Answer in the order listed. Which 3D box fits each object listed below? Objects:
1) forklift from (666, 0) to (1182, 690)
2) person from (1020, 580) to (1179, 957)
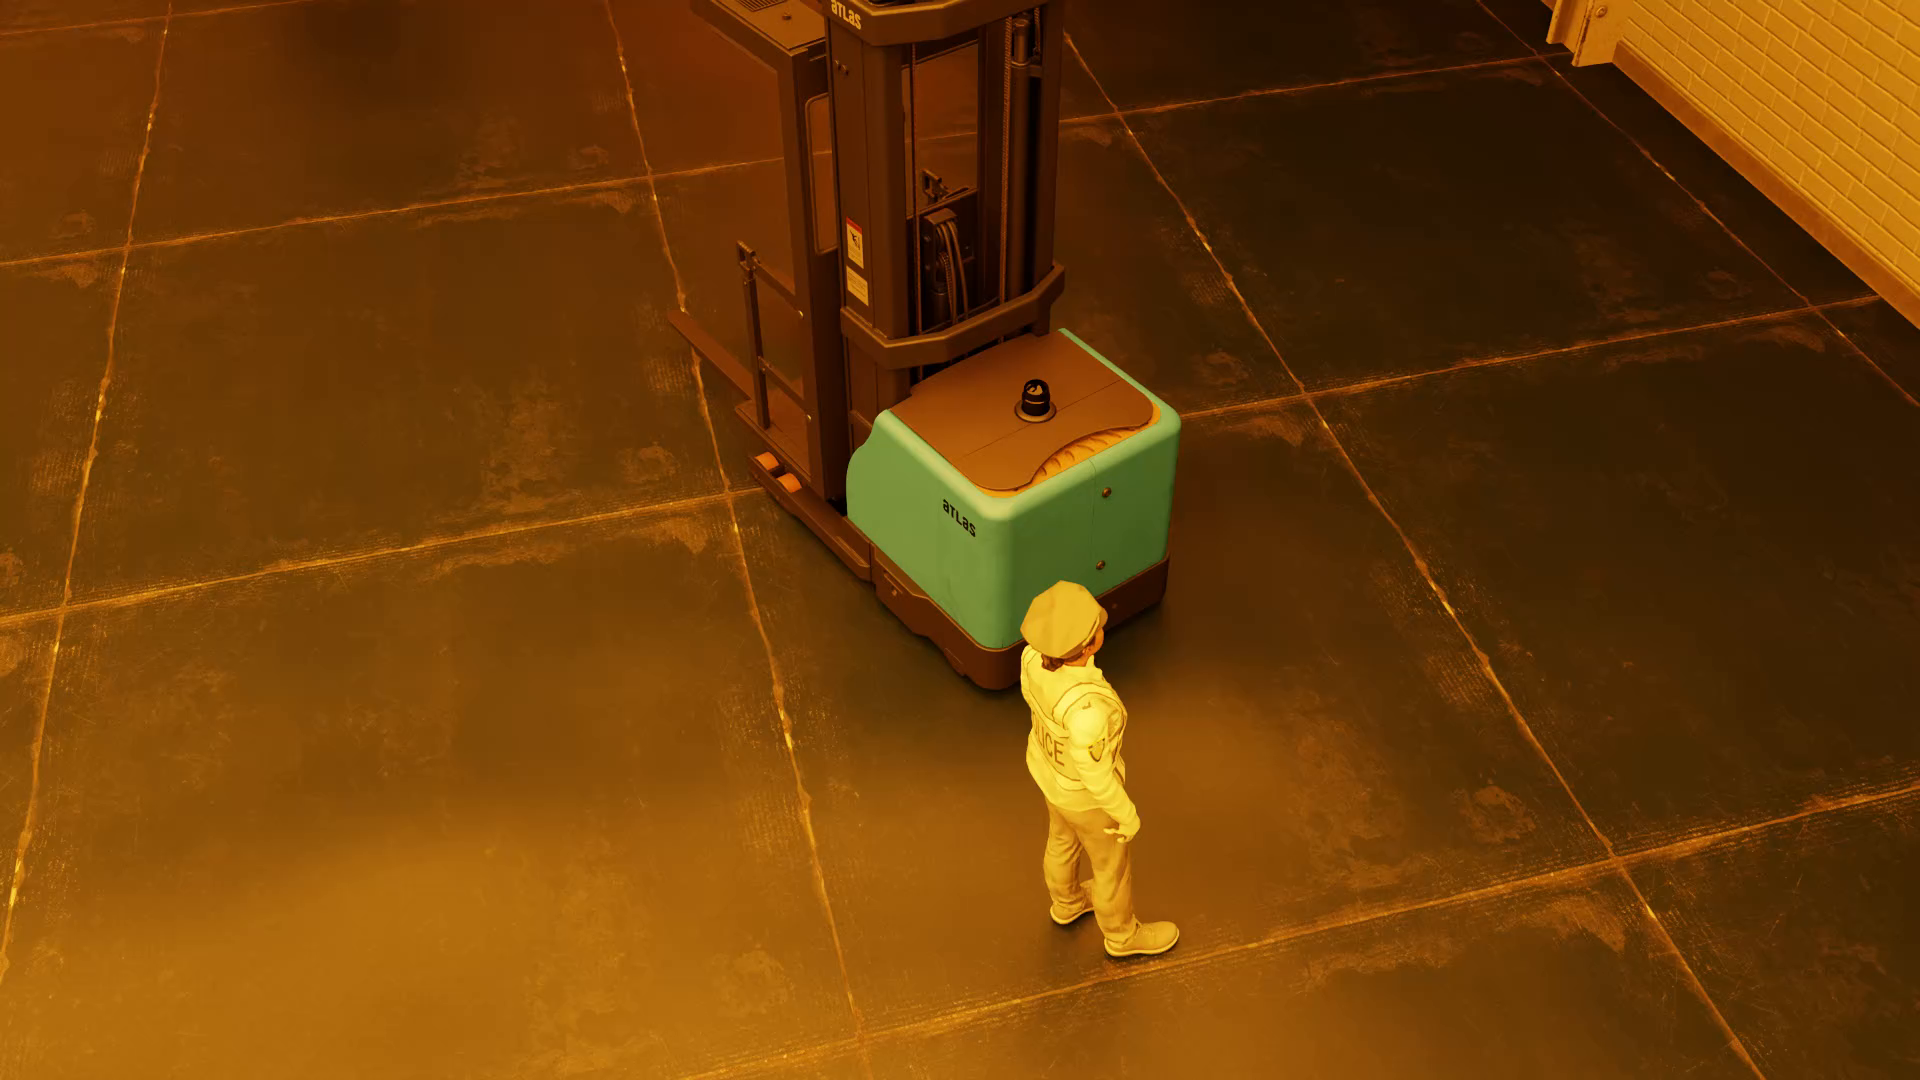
[{"bbox_3d":[-0.366,-1.399,7.126,1.130,2.935,3.031,-27,50,-26],"label":"forklift"},{"bbox_3d":[0.468,0.783,5.706,0.534,1.696,0.588,-18,46,-18],"label":"person"}]
